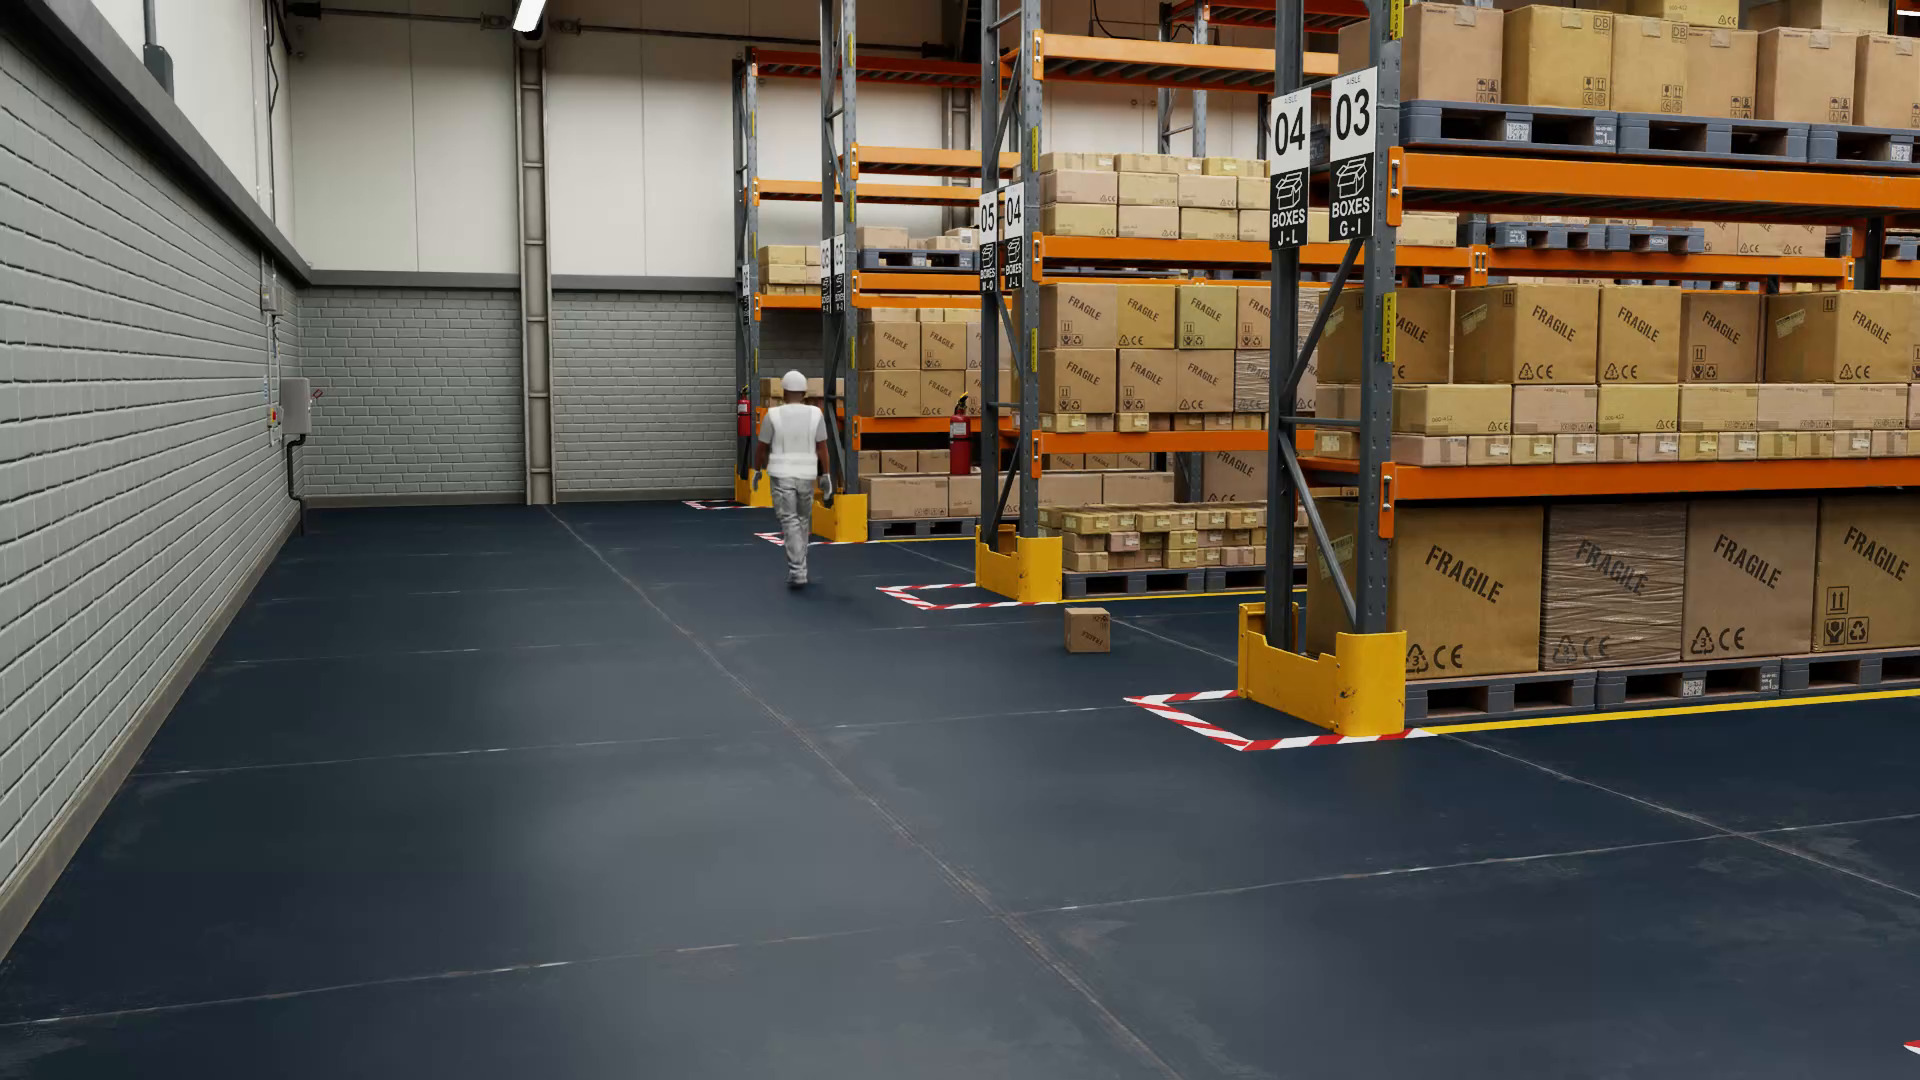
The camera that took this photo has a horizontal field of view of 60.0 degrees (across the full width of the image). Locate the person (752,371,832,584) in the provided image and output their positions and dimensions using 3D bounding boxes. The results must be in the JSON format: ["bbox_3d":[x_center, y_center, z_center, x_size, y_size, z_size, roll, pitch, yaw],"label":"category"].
[{"bbox_3d":[-1.430,-0.530,13.877,0.601,1.758,0.905,-2,6,-23],"label":"person"}]
